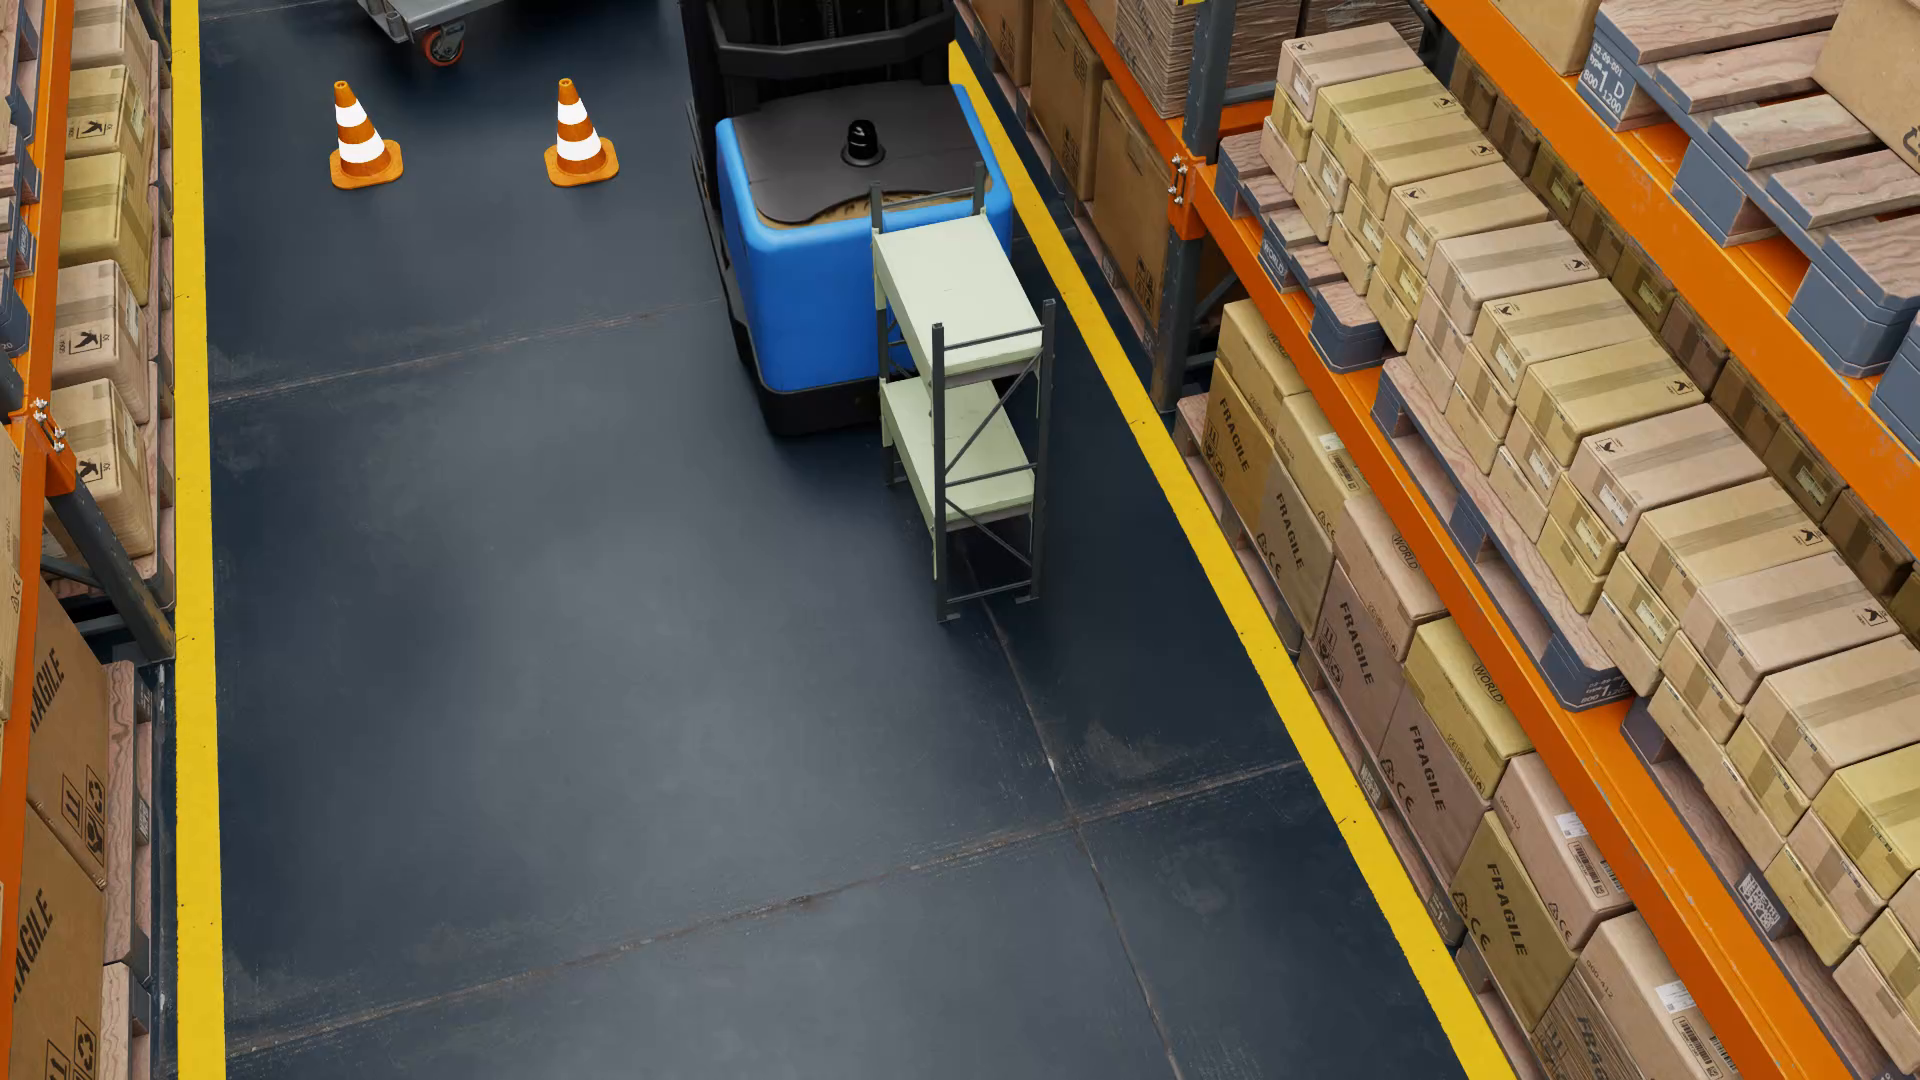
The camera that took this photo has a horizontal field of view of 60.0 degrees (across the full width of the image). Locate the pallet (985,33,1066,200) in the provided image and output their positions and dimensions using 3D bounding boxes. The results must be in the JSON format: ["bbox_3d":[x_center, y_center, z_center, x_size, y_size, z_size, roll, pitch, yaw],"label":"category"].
[{"bbox_3d":[0.780,-2.230,8.281,1.003,0.211,1.213,-13,51,-11],"label":"pallet"}]

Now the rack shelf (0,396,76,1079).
[{"bbox_3d":[-2.809,1.239,4.004,1.077,0.370,4.000,-13,51,-11],"label":"rack shelf"}]

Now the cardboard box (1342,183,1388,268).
[{"bbox_3d":[1.414,-1.006,5.121,0.380,0.149,0.250,-15,51,-12],"label":"cardboard box"}]

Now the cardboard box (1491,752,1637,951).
[{"bbox_3d":[1.880,0.838,4.741,0.500,0.250,0.500,-11,51,-9],"label":"cardboard box"}]

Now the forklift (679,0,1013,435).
[{"bbox_3d":[-0.648,-2.529,6.755,1.130,2.935,3.031,-11,51,-9],"label":"forklift"}]

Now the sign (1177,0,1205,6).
[{"bbox_3d":[0.769,-1.892,5.415,0.100,0.325,0.005,-13,51,-11],"label":"sign"}]

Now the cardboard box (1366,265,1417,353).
[{"bbox_3d":[1.478,-0.739,5.090,0.380,0.149,0.250,-11,51,-9],"label":"cardboard box"}]

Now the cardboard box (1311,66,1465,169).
[{"bbox_3d":[1.332,-1.315,5.187,0.380,0.149,0.250,-15,51,-12],"label":"cardboard box"}]

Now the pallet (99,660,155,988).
[{"bbox_3d":[-3.239,1.038,5.526,1.003,0.211,1.213,-13,51,-11],"label":"pallet"}]

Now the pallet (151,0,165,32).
[{"bbox_3d":[-4.816,-2.959,8.896,1.003,0.211,1.213,-13,51,-11],"label":"pallet"}]

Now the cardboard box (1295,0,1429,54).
[{"bbox_3d":[1.423,-2.068,6.255,0.500,0.500,0.500,-13,51,-11],"label":"cardboard box"}]

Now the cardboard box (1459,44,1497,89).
[{"bbox_3d":[1.881,-1.638,5.459,0.380,0.149,0.250,-15,52,-12],"label":"cardboard box"}]

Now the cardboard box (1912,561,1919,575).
[{"bbox_3d":[2.571,0.064,4.024,0.380,0.149,0.250,-14,51,-11],"label":"cardboard box"}]

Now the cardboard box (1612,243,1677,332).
[{"bbox_3d":[2.185,-0.787,4.937,0.380,0.149,0.250,-14,51,-11],"label":"cardboard box"}]

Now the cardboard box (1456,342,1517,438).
[{"bbox_3d":[1.631,-0.458,4.659,0.380,0.149,0.250,-14,51,-11],"label":"cardboard box"}]

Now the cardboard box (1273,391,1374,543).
[{"bbox_3d":[1.421,-0.289,5.691,0.500,0.250,0.500,-14,51,-11],"label":"cardboard box"}]

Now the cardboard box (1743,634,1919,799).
[{"bbox_3d":[2.021,0.395,3.746,0.380,0.149,0.250,-15,51,-12],"label":"cardboard box"}]

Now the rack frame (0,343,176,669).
[{"bbox_3d":[-3.401,-0.453,4.960,1.000,3.000,0.127,-13,51,-11],"label":"rack frame"}]

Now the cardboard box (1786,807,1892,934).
[{"bbox_3d":[2.096,0.687,3.694,0.380,0.149,0.250,-13,51,-11],"label":"cardboard box"}]

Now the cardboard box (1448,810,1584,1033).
[{"bbox_3d":[1.870,1.087,5.022,0.500,0.500,0.500,-14,51,-12],"label":"cardboard box"}]

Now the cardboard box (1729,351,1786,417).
[{"bbox_3d":[2.337,-0.503,4.502,0.380,0.149,0.250,-12,51,-10],"label":"cardboard box"}]

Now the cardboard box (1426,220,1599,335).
[{"bbox_3d":[1.560,-0.745,4.706,0.380,0.149,0.250,-11,51,-9],"label":"cardboard box"}]

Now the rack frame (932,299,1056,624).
[{"bbox_3d":[0.106,-0.221,5.745,0.400,1.500,0.023,-13,51,-11],"label":"rack frame"}]

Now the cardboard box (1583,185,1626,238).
[{"bbox_3d":[2.113,-1.069,4.979,0.380,0.149,0.250,-12,51,-10],"label":"cardboard box"}]

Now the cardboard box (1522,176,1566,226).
[{"bbox_3d":[2.031,-1.075,5.374,0.380,0.149,0.250,-13,51,-10],"label":"cardboard box"}]

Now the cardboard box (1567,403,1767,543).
[{"bbox_3d":[1.791,-0.172,4.223,0.380,0.149,0.250,-15,52,-13],"label":"cardboard box"}]

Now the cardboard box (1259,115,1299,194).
[{"bbox_3d":[1.238,-1.328,5.587,0.380,0.149,0.250,-14,51,-11],"label":"cardboard box"}]

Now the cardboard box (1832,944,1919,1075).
[{"bbox_3d":[2.174,0.975,3.645,0.380,0.149,0.250,-14,51,-12],"label":"cardboard box"}]

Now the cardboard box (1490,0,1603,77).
[{"bbox_3d":[1.520,-1.441,3.765,0.500,0.500,0.500,-13,51,-11],"label":"cardboard box"}]

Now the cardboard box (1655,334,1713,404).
[{"bbox_3d":[2.257,-0.506,4.894,0.380,0.149,0.250,-12,51,-10],"label":"cardboard box"}]

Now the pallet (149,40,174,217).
[{"bbox_3d":[-4.352,-1.908,8.010,1.003,0.211,1.213,-13,51,-11],"label":"pallet"}]

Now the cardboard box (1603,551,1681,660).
[{"bbox_3d":[1.864,0.116,4.175,0.380,0.149,0.250,-16,52,-13],"label":"cardboard box"}]

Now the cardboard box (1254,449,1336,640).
[{"bbox_3d":[1.416,-0.035,5.968,0.500,0.500,0.500,-13,51,-11],"label":"cardboard box"}]

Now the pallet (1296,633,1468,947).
[{"bbox_3d":[1.885,0.713,5.801,1.003,0.211,1.213,-13,51,-11],"label":"pallet"}]

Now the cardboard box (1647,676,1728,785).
[{"bbox_3d":[1.951,0.420,4.113,0.380,0.149,0.250,-16,52,-13],"label":"cardboard box"}]

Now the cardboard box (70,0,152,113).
[{"bbox_3d":[-4.426,-2.281,7.944,0.950,0.372,0.625,-13,51,-11],"label":"cardboard box"}]

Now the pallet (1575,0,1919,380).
[{"bbox_3d":[2.091,-0.863,3.466,1.213,0.211,1.003,-13,51,-11],"label":"pallet"}]

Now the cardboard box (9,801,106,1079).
[{"bbox_3d":[-3.016,1.272,4.621,0.875,0.875,0.875,-13,51,-11],"label":"cardboard box"}]

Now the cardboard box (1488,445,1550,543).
[{"bbox_3d":[1.707,-0.170,4.611,0.380,0.149,0.250,-15,51,-12],"label":"cardboard box"}]

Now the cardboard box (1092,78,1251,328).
[{"bbox_3d":[1.204,-1.522,7.057,1.050,0.750,0.750,-14,51,-11],"label":"cardboard box"}]

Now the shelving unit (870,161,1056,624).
[{"bbox_3d":[-0.002,-0.488,5.970,0.431,1.500,0.755,-13,51,-11],"label":"shelving unit"}]

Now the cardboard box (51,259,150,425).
[{"bbox_3d":[-3.784,-0.694,6.607,0.950,0.372,0.625,-14,51,-12],"label":"cardboard box"}]

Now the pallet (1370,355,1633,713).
[{"bbox_3d":[1.923,-0.148,4.828,1.003,0.211,1.213,-13,51,-11],"label":"pallet"}]

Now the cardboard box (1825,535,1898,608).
[{"bbox_3d":[2.497,0.075,4.404,0.380,0.149,0.250,-15,52,-13],"label":"cardboard box"}]

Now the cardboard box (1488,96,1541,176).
[{"bbox_3d":[1.960,-1.344,5.406,0.380,0.149,0.250,-12,51,-10],"label":"cardboard box"}]

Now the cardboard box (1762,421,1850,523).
[{"bbox_3d":[2.411,-0.224,4.462,0.380,0.149,0.250,-14,51,-12],"label":"cardboard box"}]

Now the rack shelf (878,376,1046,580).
[{"bbox_3d":[-0.002,-0.278,6.220,0.431,0.370,0.720,-13,51,-11],"label":"rack shelf"}]

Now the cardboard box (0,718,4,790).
[{"bbox_3d":[-2.703,0.647,4.131,0.500,0.250,0.500,-14,51,-11],"label":"cardboard box"}]
